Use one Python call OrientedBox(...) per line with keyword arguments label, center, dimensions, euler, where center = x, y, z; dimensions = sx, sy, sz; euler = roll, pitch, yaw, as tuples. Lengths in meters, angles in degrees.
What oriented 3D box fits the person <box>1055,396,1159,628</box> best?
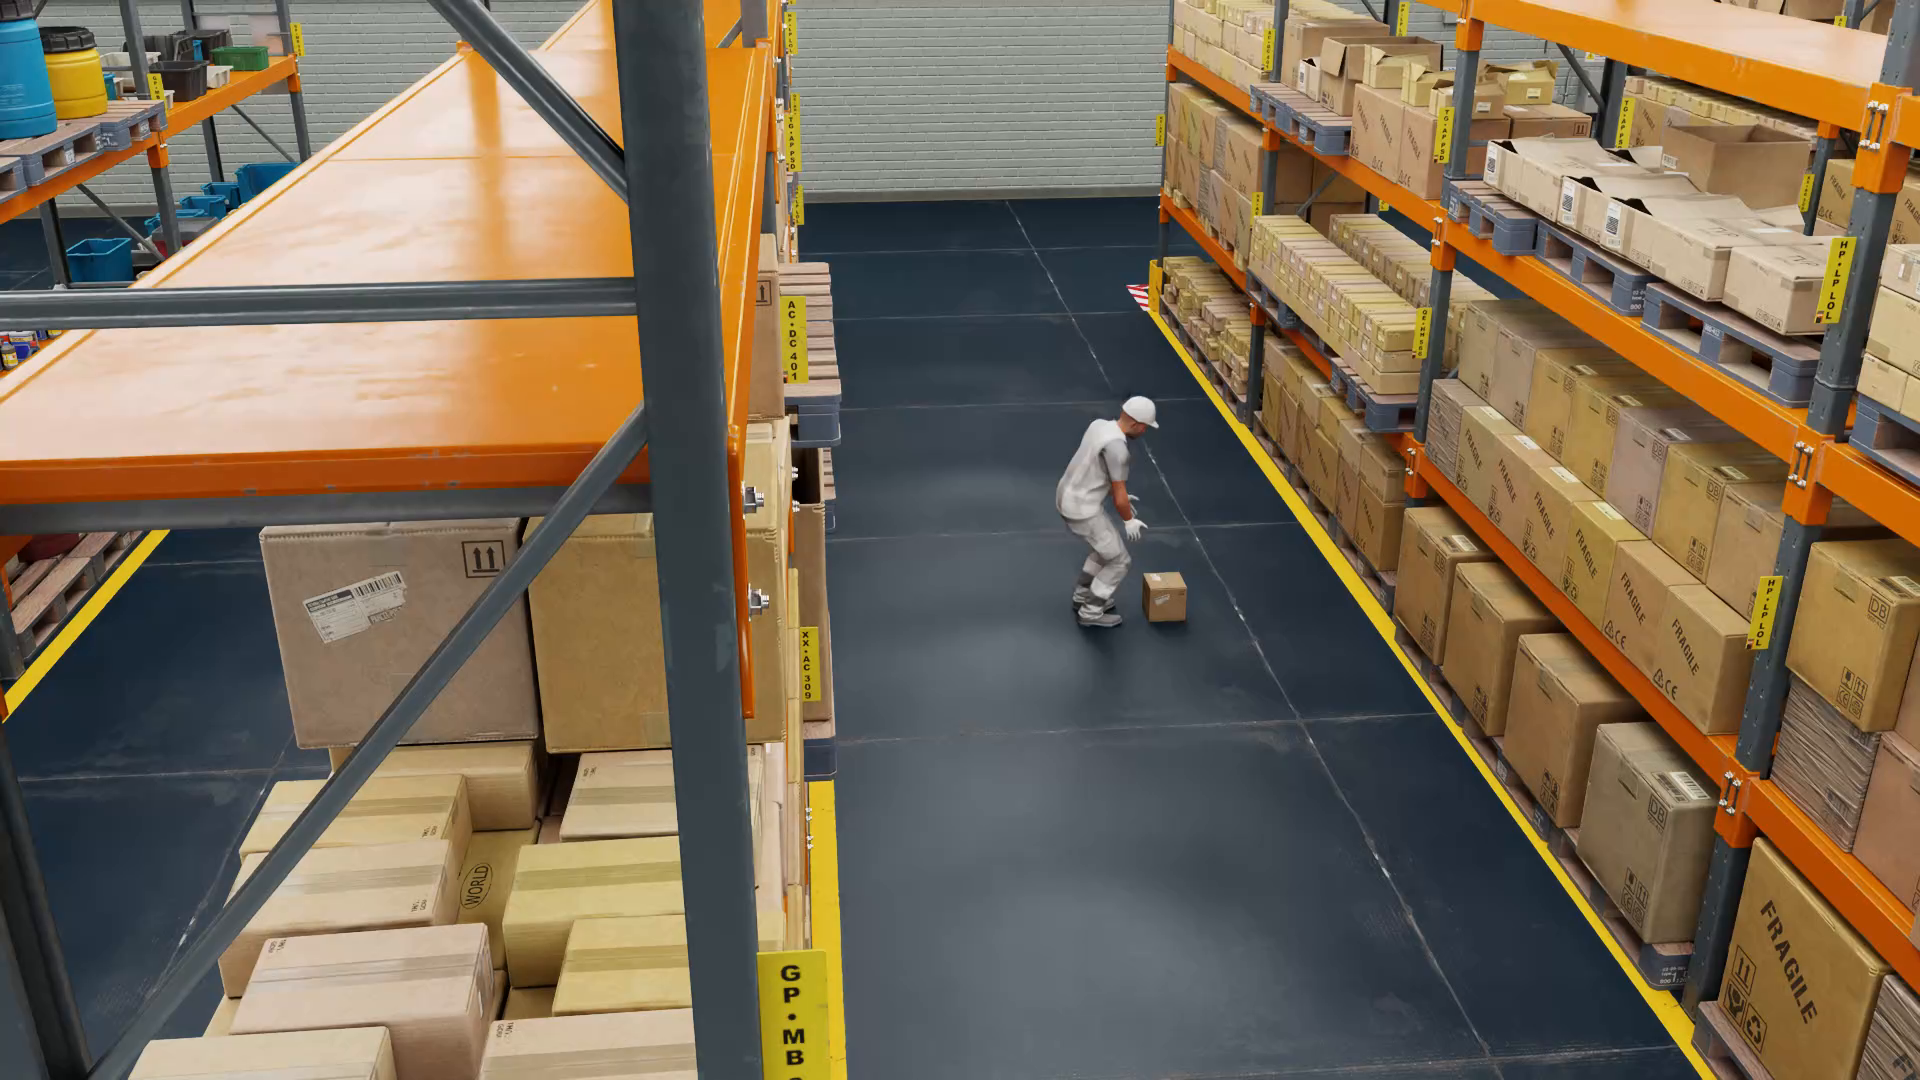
OrientedBox(label="person", center=(0.968, -0.209, 11.076), dimensions=(0.669, 1.555, 0.577), euler=(-2, 24, -5))
